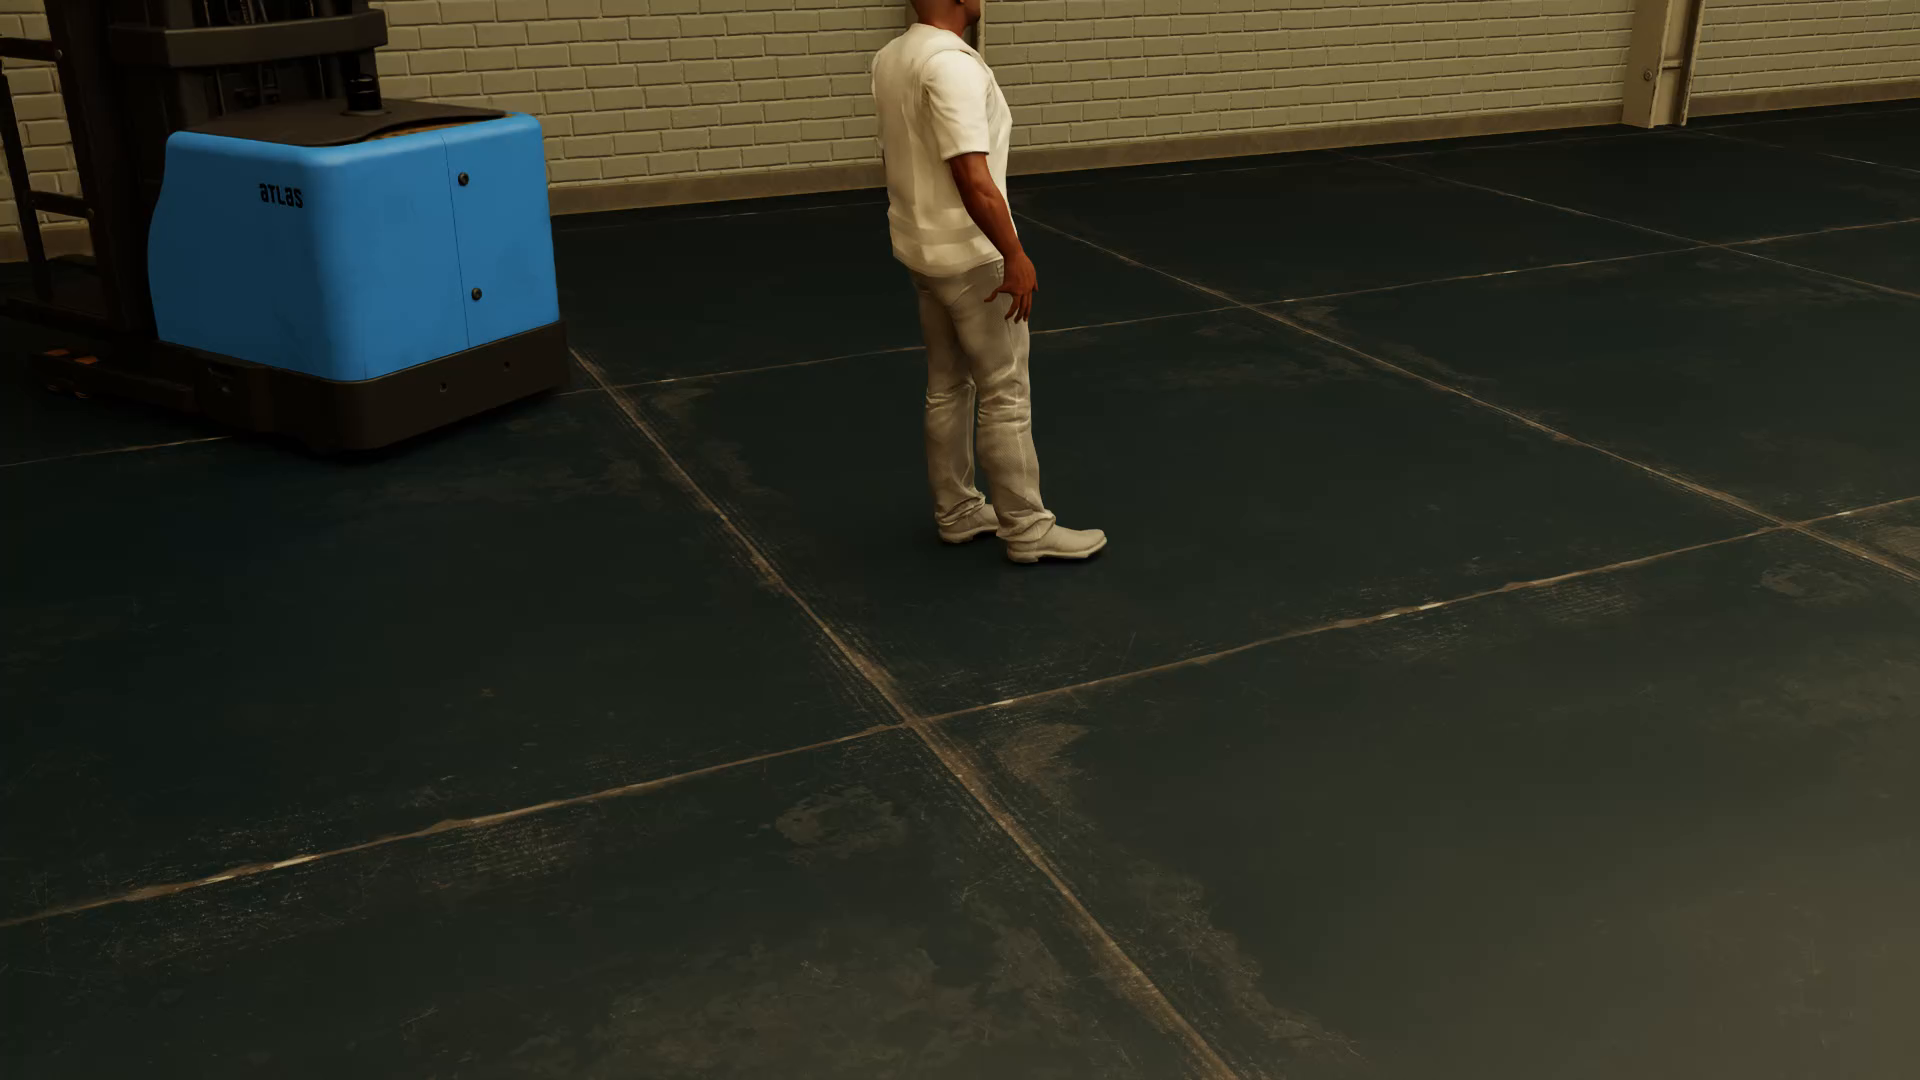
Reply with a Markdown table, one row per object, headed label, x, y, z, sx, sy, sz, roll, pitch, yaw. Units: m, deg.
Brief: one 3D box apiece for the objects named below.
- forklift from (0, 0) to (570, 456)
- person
| label | x | y | z | sx | sy | sz | roll | pitch | yaw |
| --- | --- | --- | --- | --- | --- | --- | --- | --- | --- |
| forklift | -3.027 | -2.052 | 6.226 | 3.031 | 2.935 | 1.130 | 13 | 26 | 29 |
| person | 0.066 | -0.832 | 4.789 | 0.575 | 1.768 | 0.666 | -10 | 25 | -23 |
